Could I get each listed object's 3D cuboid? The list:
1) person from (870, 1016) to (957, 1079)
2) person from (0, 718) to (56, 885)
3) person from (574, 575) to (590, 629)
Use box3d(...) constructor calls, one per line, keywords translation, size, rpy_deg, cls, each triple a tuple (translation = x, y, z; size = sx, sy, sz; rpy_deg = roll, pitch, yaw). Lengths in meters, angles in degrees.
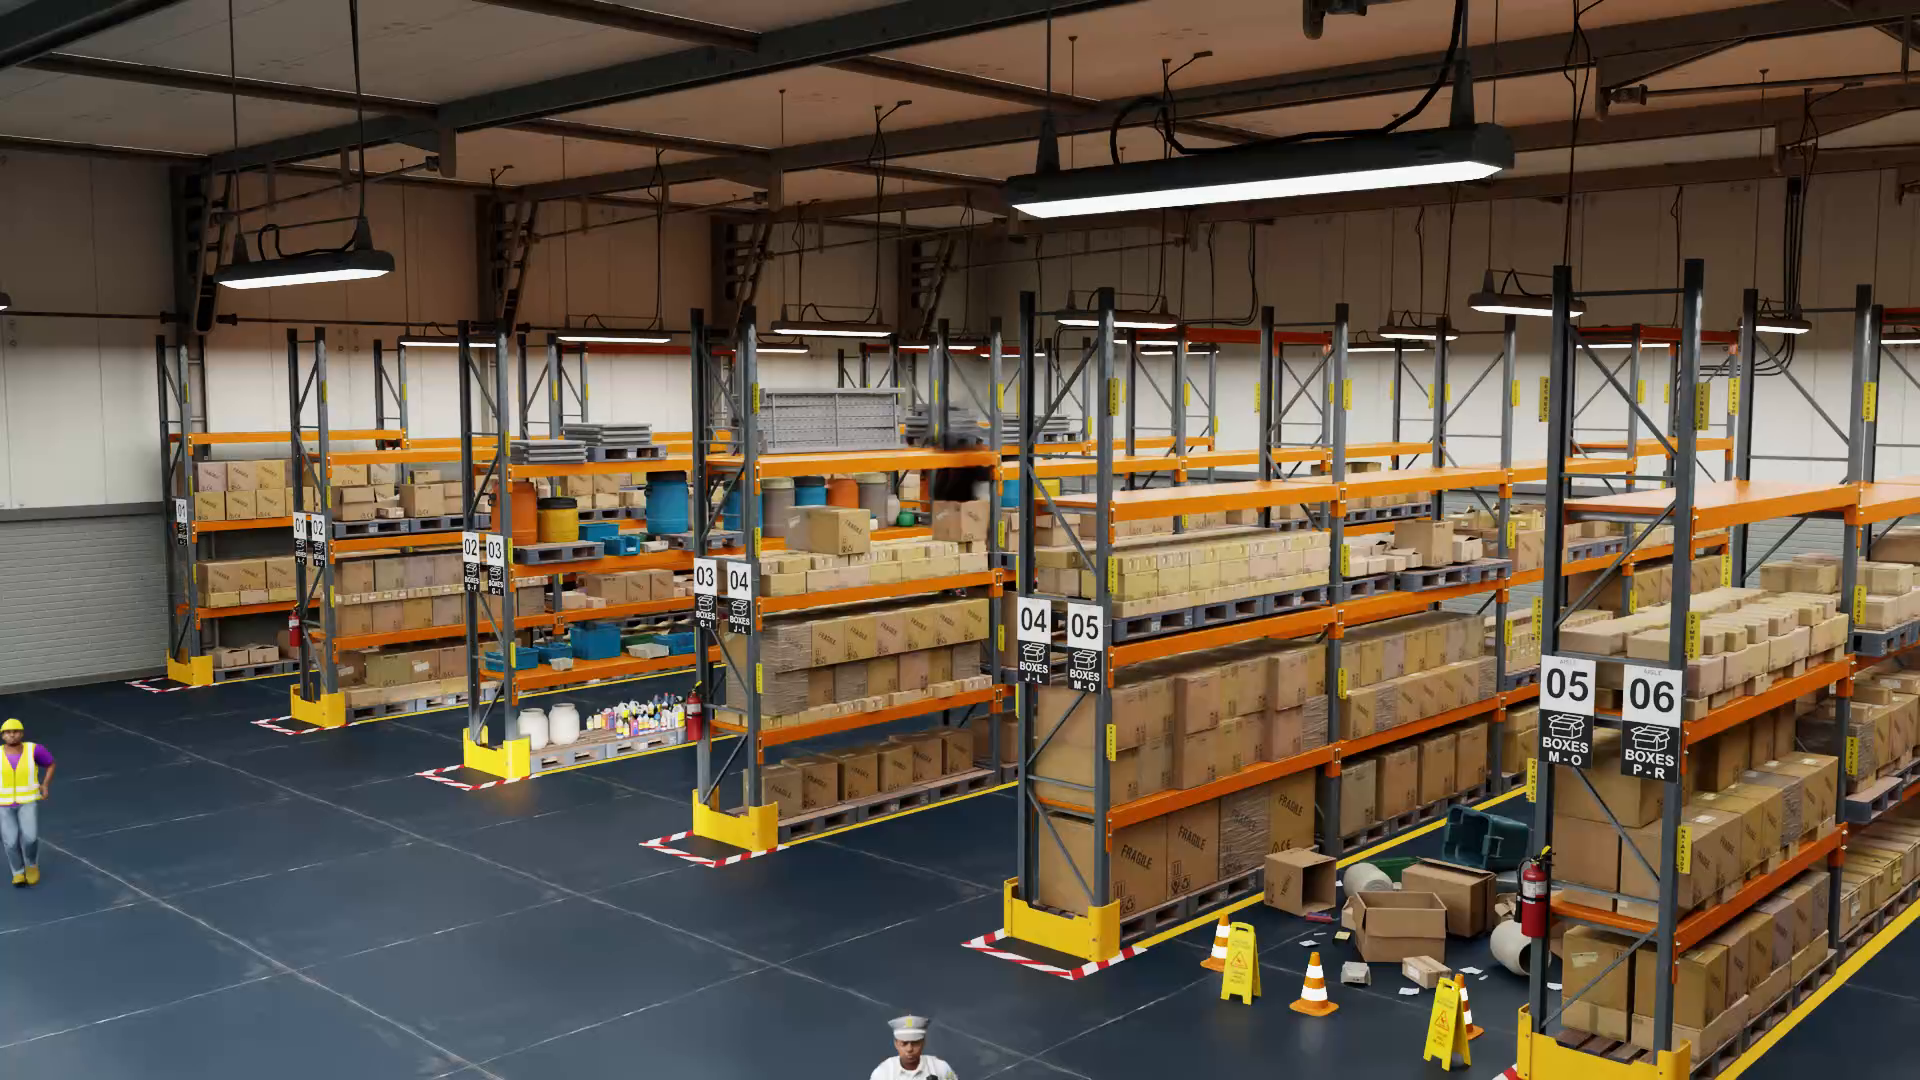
box3d(translation=(-0.259, 3.470, 9.204), size=(0.555, 1.731, 0.665), rpy_deg=(0, 5, 0), cls="person")
box3d(translation=(-9.633, 2.699, 17.000), size=(0.681, 1.746, 0.621), rpy_deg=(-3, 6, -25), cls="person")
box3d(translation=(-7.140, 1.444, 31.410), size=(0.512, 1.547, 0.530), rpy_deg=(4, 7, 36), cls="person")
